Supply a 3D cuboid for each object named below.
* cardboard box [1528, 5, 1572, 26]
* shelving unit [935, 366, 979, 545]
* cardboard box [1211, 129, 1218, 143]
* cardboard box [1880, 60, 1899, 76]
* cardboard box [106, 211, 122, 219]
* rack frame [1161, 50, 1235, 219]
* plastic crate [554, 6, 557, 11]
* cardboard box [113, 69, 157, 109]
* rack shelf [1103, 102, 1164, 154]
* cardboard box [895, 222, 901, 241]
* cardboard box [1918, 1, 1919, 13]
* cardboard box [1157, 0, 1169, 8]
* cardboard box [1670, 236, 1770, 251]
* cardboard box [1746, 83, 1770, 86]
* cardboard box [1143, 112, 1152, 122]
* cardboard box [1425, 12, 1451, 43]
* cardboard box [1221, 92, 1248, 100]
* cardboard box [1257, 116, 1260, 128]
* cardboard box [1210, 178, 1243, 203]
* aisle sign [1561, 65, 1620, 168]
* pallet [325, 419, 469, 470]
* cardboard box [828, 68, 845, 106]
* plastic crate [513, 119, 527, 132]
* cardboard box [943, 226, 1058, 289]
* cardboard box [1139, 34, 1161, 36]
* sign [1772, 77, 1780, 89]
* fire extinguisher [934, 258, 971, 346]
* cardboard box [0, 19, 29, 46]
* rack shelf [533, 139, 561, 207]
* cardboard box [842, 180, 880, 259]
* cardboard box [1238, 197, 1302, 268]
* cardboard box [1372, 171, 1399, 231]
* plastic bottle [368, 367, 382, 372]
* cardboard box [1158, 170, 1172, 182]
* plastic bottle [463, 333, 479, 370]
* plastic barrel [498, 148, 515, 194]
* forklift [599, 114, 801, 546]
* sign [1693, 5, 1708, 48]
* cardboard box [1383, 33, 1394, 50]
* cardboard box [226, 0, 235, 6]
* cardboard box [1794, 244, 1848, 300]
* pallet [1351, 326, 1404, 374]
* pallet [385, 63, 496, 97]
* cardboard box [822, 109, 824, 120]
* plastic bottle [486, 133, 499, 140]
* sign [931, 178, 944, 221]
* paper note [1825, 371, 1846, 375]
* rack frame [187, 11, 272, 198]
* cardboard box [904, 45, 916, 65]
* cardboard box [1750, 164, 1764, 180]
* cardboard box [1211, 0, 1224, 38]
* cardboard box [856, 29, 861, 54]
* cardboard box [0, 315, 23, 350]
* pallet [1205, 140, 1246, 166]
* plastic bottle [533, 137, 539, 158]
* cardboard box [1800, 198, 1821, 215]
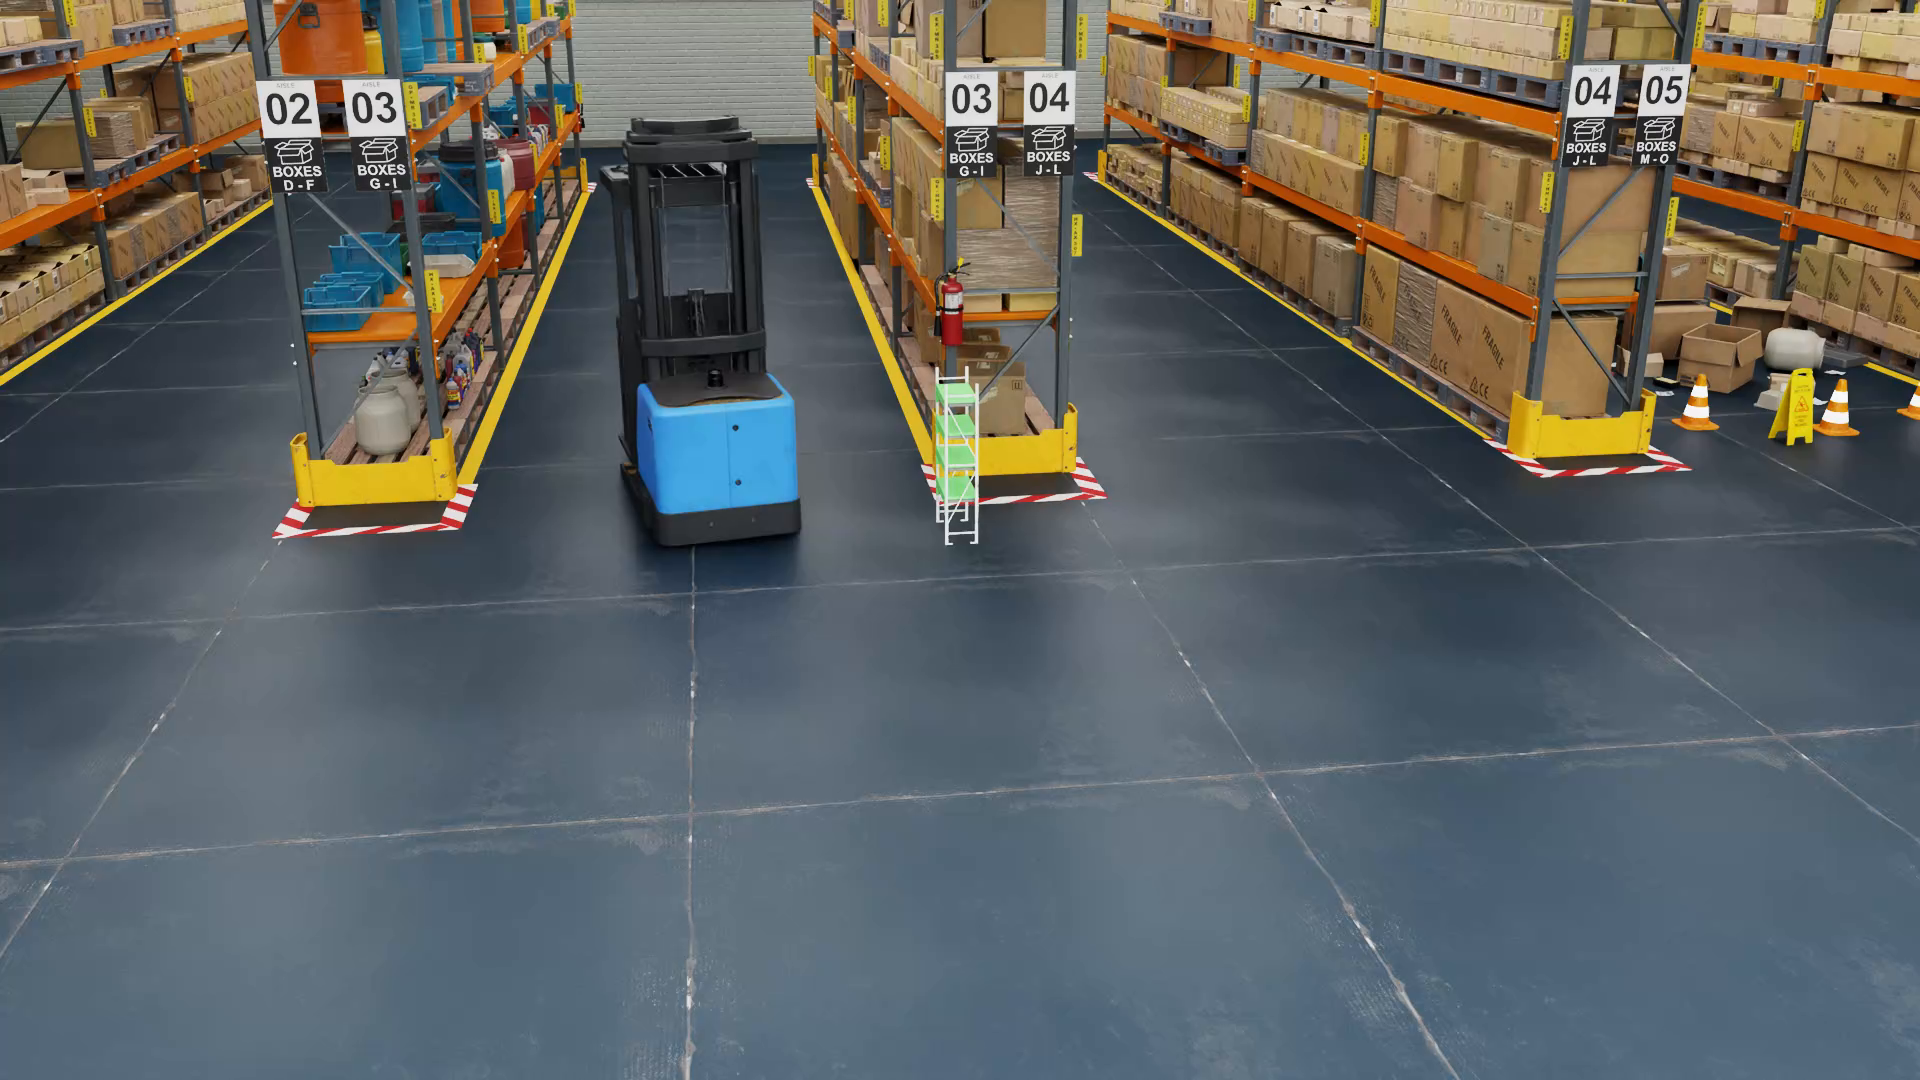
[{"bbox_3d":[4.880,-4.278,13.573,0.380,0.149,0.250,-3,21,-7],"label":"cardboard box"},{"bbox_3d":[-0.024,-0.619,12.160,0.258,1.200,0.503,-3,21,-8],"label":"shelving unit"},{"bbox_3d":[3.549,-5.359,22.037,0.380,0.149,0.250,-3,21,-7],"label":"cardboard box"},{"bbox_3d":[9.533,-4.762,16.751,0.380,0.149,0.250,-2,21,-6],"label":"cardboard box"},{"bbox_3d":[-11.103,-3.952,21.453,0.500,0.500,0.500,-4,21,-10],"label":"cardboard box"},{"bbox_3d":[3.570,-6.342,24.910,1.000,3.000,0.127,-3,21,-8],"label":"rack frame"},{"bbox_3d":[-6.162,-7.665,24.352,0.497,0.269,0.590,-3,21,-8],"label":"plastic crate"},{"bbox_3d":[-11.486,-6.306,23.241,0.500,0.500,0.500,-3,21,-7],"label":"cardboard box"},{"bbox_3d":[3.281,-6.698,26.890,1.077,0.370,4.000,-3,21,-8],"label":"rack shelf"},{"bbox_3d":[-0.443,-3.063,16.489,0.380,0.149,0.250,-3,21,-8],"label":"cardboard box"},{"bbox_3d":[13.542,-7.393,23.080,0.380,0.149,0.250,-3,21,-8],"label":"cardboard box"},{"bbox_3d":[3.251,-8.059,24.718,0.500,0.250,0.500,-4,21,-10],"label":"cardboard box"},{"bbox_3d":[9.320,-3.494,20.439,0.950,0.372,0.625,-2,21,-6],"label":"cardboard box"},{"bbox_3d":[13.409,-7.485,27.759,0.500,0.250,0.500,-2,21,-7],"label":"cardboard box"},{"bbox_3d":[3.091,-6.674,26.157,0.380,0.149,0.250,-4,21,-10],"label":"cardboard box"},{"bbox_3d":[4.664,-4.758,15.426,0.500,0.250,0.500,-3,21,-8],"label":"cardboard box"},{"bbox_3d":[3.934,-6.298,23.699,0.380,0.149,0.250,-3,21,-8],"label":"cardboard box"},{"bbox_3d":[4.156,-5.627,22.328,0.380,0.149,0.250,-3,21,-8],"label":"cardboard box"},{"bbox_3d":[3.705,-4.732,22.500,0.500,0.250,0.500,-3,21,-7],"label":"cardboard box"},{"bbox_3d":[5.013,-3.366,13.225,0.394,0.787,0.004,-3,21,-8],"label":"aisle sign"},{"bbox_3d":[-4.694,-0.722,13.847,1.003,0.211,1.213,-3,21,-8],"label":"pallet"},{"bbox_3d":[-1.684,-6.693,24.567,0.500,0.500,0.500,-2,21,-6],"label":"cardboard box"},{"bbox_3d":[-6.682,-6.151,24.704,0.437,0.125,0.590,-3,21,-8],"label":"plastic crate"},{"bbox_3d":[0.325,-2.350,13.654,0.875,0.500,0.500,-3,21,-8],"label":"cardboard box"},{"bbox_3d":[3.305,-8.236,27.983,0.500,0.500,0.500,-3,21,-9],"label":"cardboard box"},{"bbox_3d":[12.829,-7.254,26.114,0.100,0.325,0.005,-3,21,-8],"label":"sign"},{"bbox_3d":[-0.063,-1.873,13.055,0.296,0.674,0.183,-3,21,-8],"label":"fire extinguisher"},{"bbox_3d":[-10.365,-5.441,17.823,0.500,0.250,0.500,-2,21,-6],"label":"cardboard box"},{"bbox_3d":[-5.966,-4.848,21.937,1.077,0.370,4.000,-3,21,-8],"label":"rack shelf"},{"bbox_3d":[-0.855,-4.184,21.567,1.225,0.875,0.875,-4,21,-10],"label":"cardboard box"},{"bbox_3d":[4.145,-3.885,20.946,1.050,0.750,0.750,-3,21,-8],"label":"cardboard box"},{"bbox_3d":[4.788,-3.516,17.128,0.875,0.550,0.550,-3,21,-8],"label":"cardboard box"},{"bbox_3d":[-5.252,-1.403,14.950,0.152,0.276,0.135,-3,21,-9],"label":"plastic bottle"},{"bbox_3d":[3.261,-5.592,25.526,0.380,0.149,0.250,-2,21,-6],"label":"cardboard box"},{"bbox_3d":[-4.695,-1.798,15.900,0.144,0.351,0.185,-4,21,-10],"label":"plastic bottle"},{"bbox_3d":[-5.318,-4.199,19.013,0.421,0.512,0.421,0,20,0],"label":"plastic barrel"},{"bbox_3d":[-2.118,-1.812,12.877,1.130,2.935,3.031,-7,21,-17],"label":"forklift"},{"bbox_3d":[5.849,-4.065,13.164,0.100,0.325,0.005,-3,21,-8],"label":"sign"},{"bbox_3d":[4.439,-4.960,16.539,0.380,0.149,0.250,-3,21,-9],"label":"cardboard box"},{"bbox_3d":[-11.334,-8.245,25.217,0.500,0.250,0.500,-3,21,-8],"label":"cardboard box"},{"bbox_3d":[9.424,-2.899,17.949,0.500,0.500,0.500,-2,21,-5],"label":"cardboard box"},{"bbox_3d":[4.755,-1.999,17.267,1.003,0.211,1.213,-3,21,-8],"label":"pallet"},{"bbox_3d":[-4.900,-4.179,15.102,1.213,0.211,1.003,-3,21,-8],"label":"pallet"},{"bbox_3d":[-1.982,-6.722,26.287,0.380,0.149,0.250,-3,21,-9],"label":"cardboard box"},{"bbox_3d":[-6.281,-5.327,22.369,0.152,0.276,0.135,-3,21,-8],"label":"plastic bottle"},{"bbox_3d":[-0.175,-2.642,12.896,0.100,0.325,0.005,-3,21,-8],"label":"sign"},{"bbox_3d":[8.785,-1.686,16.686,0.142,0.019,0.148,-11,23,-26],"label":"paper note"},{"bbox_3d":[-11.733,-7.014,26.708,1.000,3.000,0.127,-3,21,-8],"label":"rack frame"},{"bbox_3d":[-0.304,-4.388,15.035,0.380,0.149,0.250,-3,21,-9],"label":"cardboard box"},{"bbox_3d":[9.239,-4.193,18.913,0.380,0.149,0.250,-4,21,-9],"label":"cardboard box"},{"bbox_3d":[3.659,-6.940,22.081,0.500,0.500,0.500,-3,21,-8],"label":"cardboard box"},{"bbox_3d":[-0.961,-5.902,19.658,0.500,0.250,0.500,-3,21,-7],"label":"cardboard box"},{"bbox_3d":[-9.889,-2.097,16.873,0.500,0.250,0.500,-2,21,-6],"label":"cardboard box"},{"bbox_3d":[3.938,-5.109,21.882,1.213,0.211,1.003,-3,21,-8],"label":"pallet"},{"bbox_3d":[-5.621,-5.197,22.010,0.061,0.283,0.133,-3,21,-8],"label":"plastic bottle"},{"bbox_3d":[9.335,-3.614,17.965,0.380,0.149,0.250,-3,21,-8],"label":"cardboard box"}]
